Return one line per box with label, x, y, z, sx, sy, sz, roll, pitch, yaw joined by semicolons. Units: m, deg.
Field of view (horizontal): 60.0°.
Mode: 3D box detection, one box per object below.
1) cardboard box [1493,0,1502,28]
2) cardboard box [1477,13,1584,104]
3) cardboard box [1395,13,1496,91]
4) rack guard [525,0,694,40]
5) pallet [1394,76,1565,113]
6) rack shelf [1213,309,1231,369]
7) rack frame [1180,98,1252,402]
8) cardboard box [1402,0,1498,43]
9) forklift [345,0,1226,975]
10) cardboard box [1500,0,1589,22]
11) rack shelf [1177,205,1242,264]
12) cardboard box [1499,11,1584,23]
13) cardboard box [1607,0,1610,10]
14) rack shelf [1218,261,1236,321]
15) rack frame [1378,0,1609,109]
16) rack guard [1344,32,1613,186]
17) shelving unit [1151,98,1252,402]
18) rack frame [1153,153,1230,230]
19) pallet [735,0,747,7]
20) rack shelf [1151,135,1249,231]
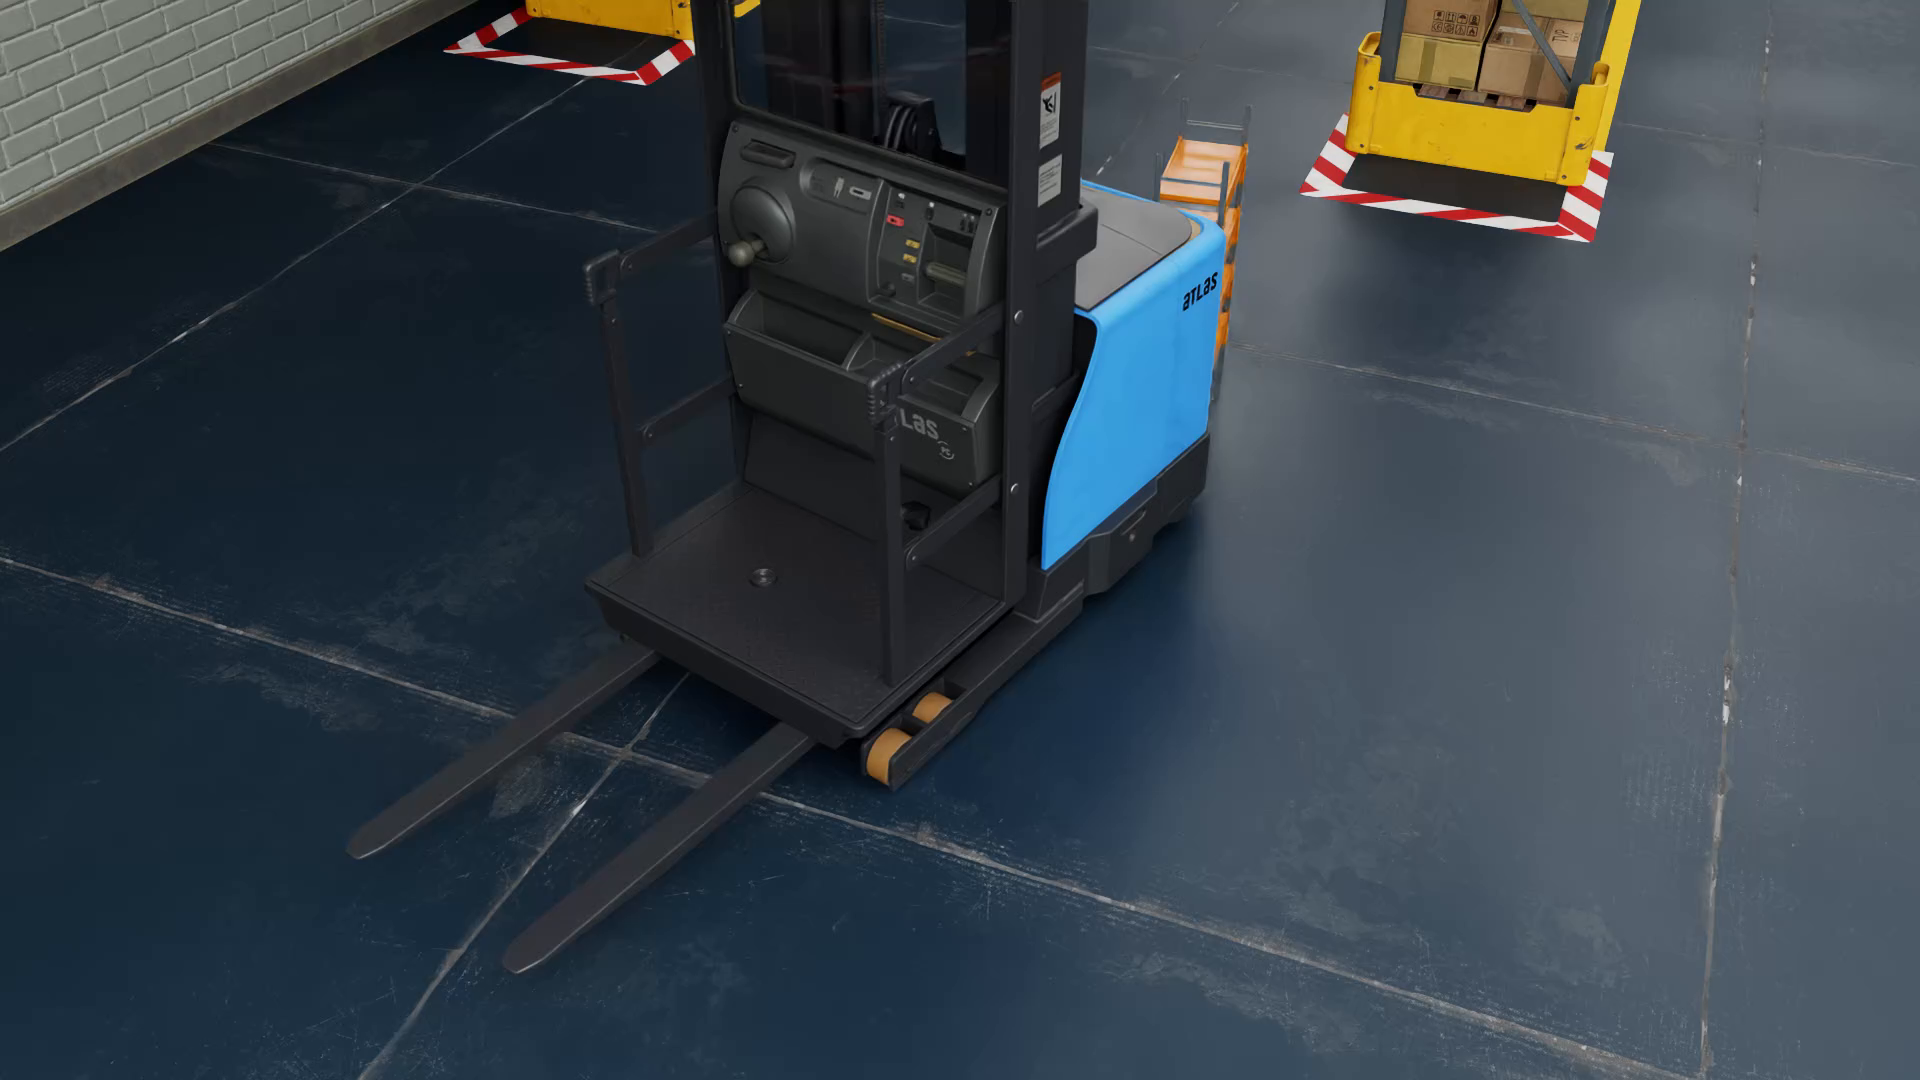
cardboard box;2.649;-2.852;9.006;0.500;0.250;0.500;14;39;18
cardboard box;2.949;-2.454;8.474;0.500;0.250;0.500;14;39;18
cardboard box;2.470;-2.572;8.632;0.500;0.250;0.500;14;39;18
rack guard;-2.014;-3.308;9.759;1.175;0.500;0.348;14;39;18
pallet;2.792;-2.457;8.861;1.003;0.211;1.213;14;39;18
rack shelf;0.826;-0.688;6.112;0.258;0.148;0.480;10;38;13
rack frame;0.894;-1.041;6.141;0.240;1.200;0.015;10;38;13
cardboard box;2.468;-2.873;8.408;0.500;0.500;0.500;14;39;18
forklift;-0.419;-0.798;4.369;1.130;2.935;3.031;24;43;29
cardboard box;3.138;-3.032;8.620;0.500;0.500;0.500;14;39;18
rack shelf;0.826;-1.026;5.859;0.258;0.148;0.480;10;38;13
cardboard box;3.136;-2.732;8.845;0.500;0.250;0.500;14;39;18
cardboard box;3.521;-3.284;9.585;0.500;0.250;0.500;14;39;18
rack shelf;0.826;-0.847;5.993;0.258;0.148;0.480;10;38;13
rack frame;2.539;-3.141;7.447;1.000;3.000;0.127;14;39;18
rack guard;2.530;-2.127;8.178;1.175;0.500;0.348;14;39;18
shelving unit;0.826;-0.901;5.953;0.258;1.200;0.503;10;38;13
rack frame;0.758;-0.760;5.765;0.240;1.200;0.015;10;38;13
pallet;-1.673;-3.634;10.436;1.003;0.211;1.213;14;39;18
rack shelf;0.826;-1.216;5.718;0.258;0.148;0.480;10;38;13
